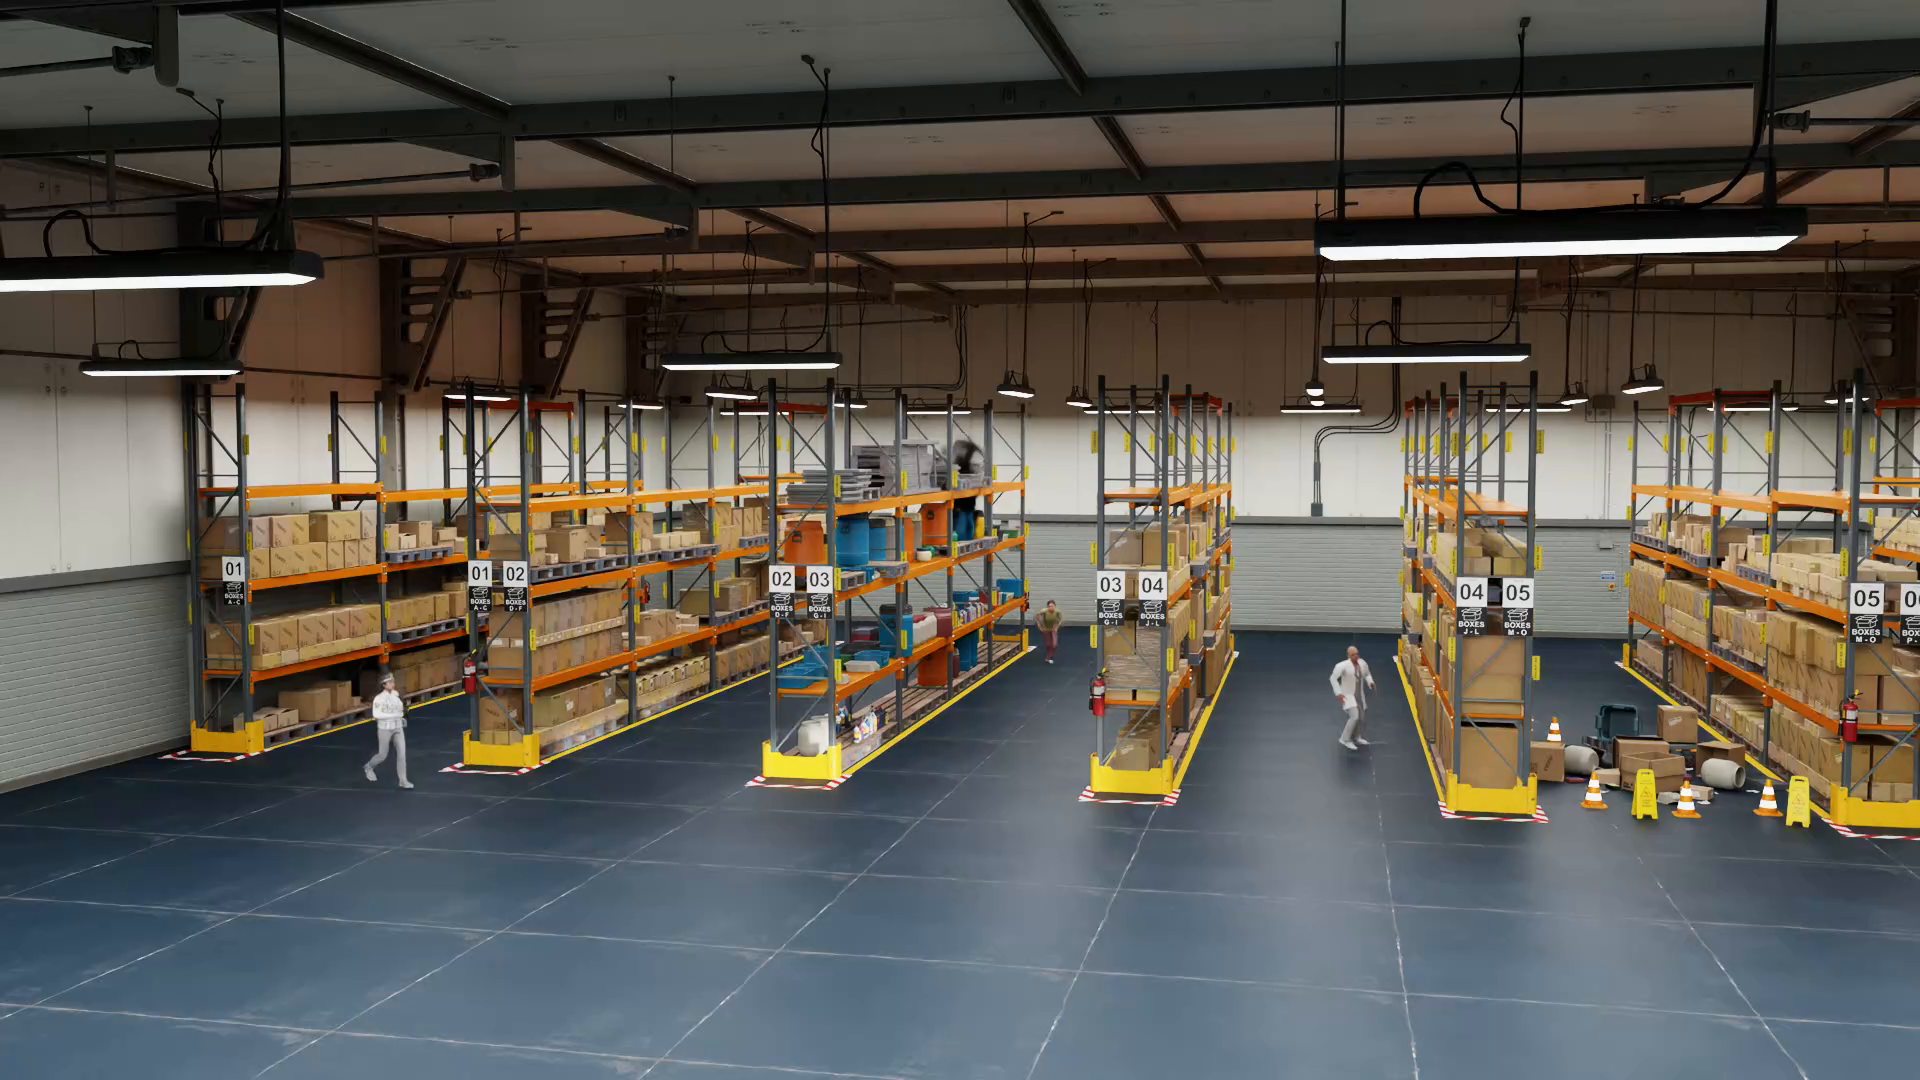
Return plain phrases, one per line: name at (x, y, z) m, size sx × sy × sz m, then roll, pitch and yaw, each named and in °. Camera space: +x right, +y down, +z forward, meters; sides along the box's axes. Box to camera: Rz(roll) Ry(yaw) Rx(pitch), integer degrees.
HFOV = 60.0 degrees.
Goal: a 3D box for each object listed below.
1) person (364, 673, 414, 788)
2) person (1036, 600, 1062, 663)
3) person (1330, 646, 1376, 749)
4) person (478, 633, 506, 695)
person at (-8.323, 2.759, 24.240) m, size 0.913 × 1.668 × 0.601 m, roll 2°, pitch 4°, yaw 33°
person at (2.034, 2.091, 38.151) m, size 0.596 × 1.495 × 0.810 m, roll 0°, pitch 3°, yaw -3°
person at (6.516, 2.602, 27.513) m, size 0.749 × 1.717 × 0.804 m, roll -2°, pitch 4°, yaw -27°
person at (-8.263, 2.469, 29.660) m, size 0.657 × 1.697 × 0.976 m, roll 0°, pitch 3°, yaw 0°
